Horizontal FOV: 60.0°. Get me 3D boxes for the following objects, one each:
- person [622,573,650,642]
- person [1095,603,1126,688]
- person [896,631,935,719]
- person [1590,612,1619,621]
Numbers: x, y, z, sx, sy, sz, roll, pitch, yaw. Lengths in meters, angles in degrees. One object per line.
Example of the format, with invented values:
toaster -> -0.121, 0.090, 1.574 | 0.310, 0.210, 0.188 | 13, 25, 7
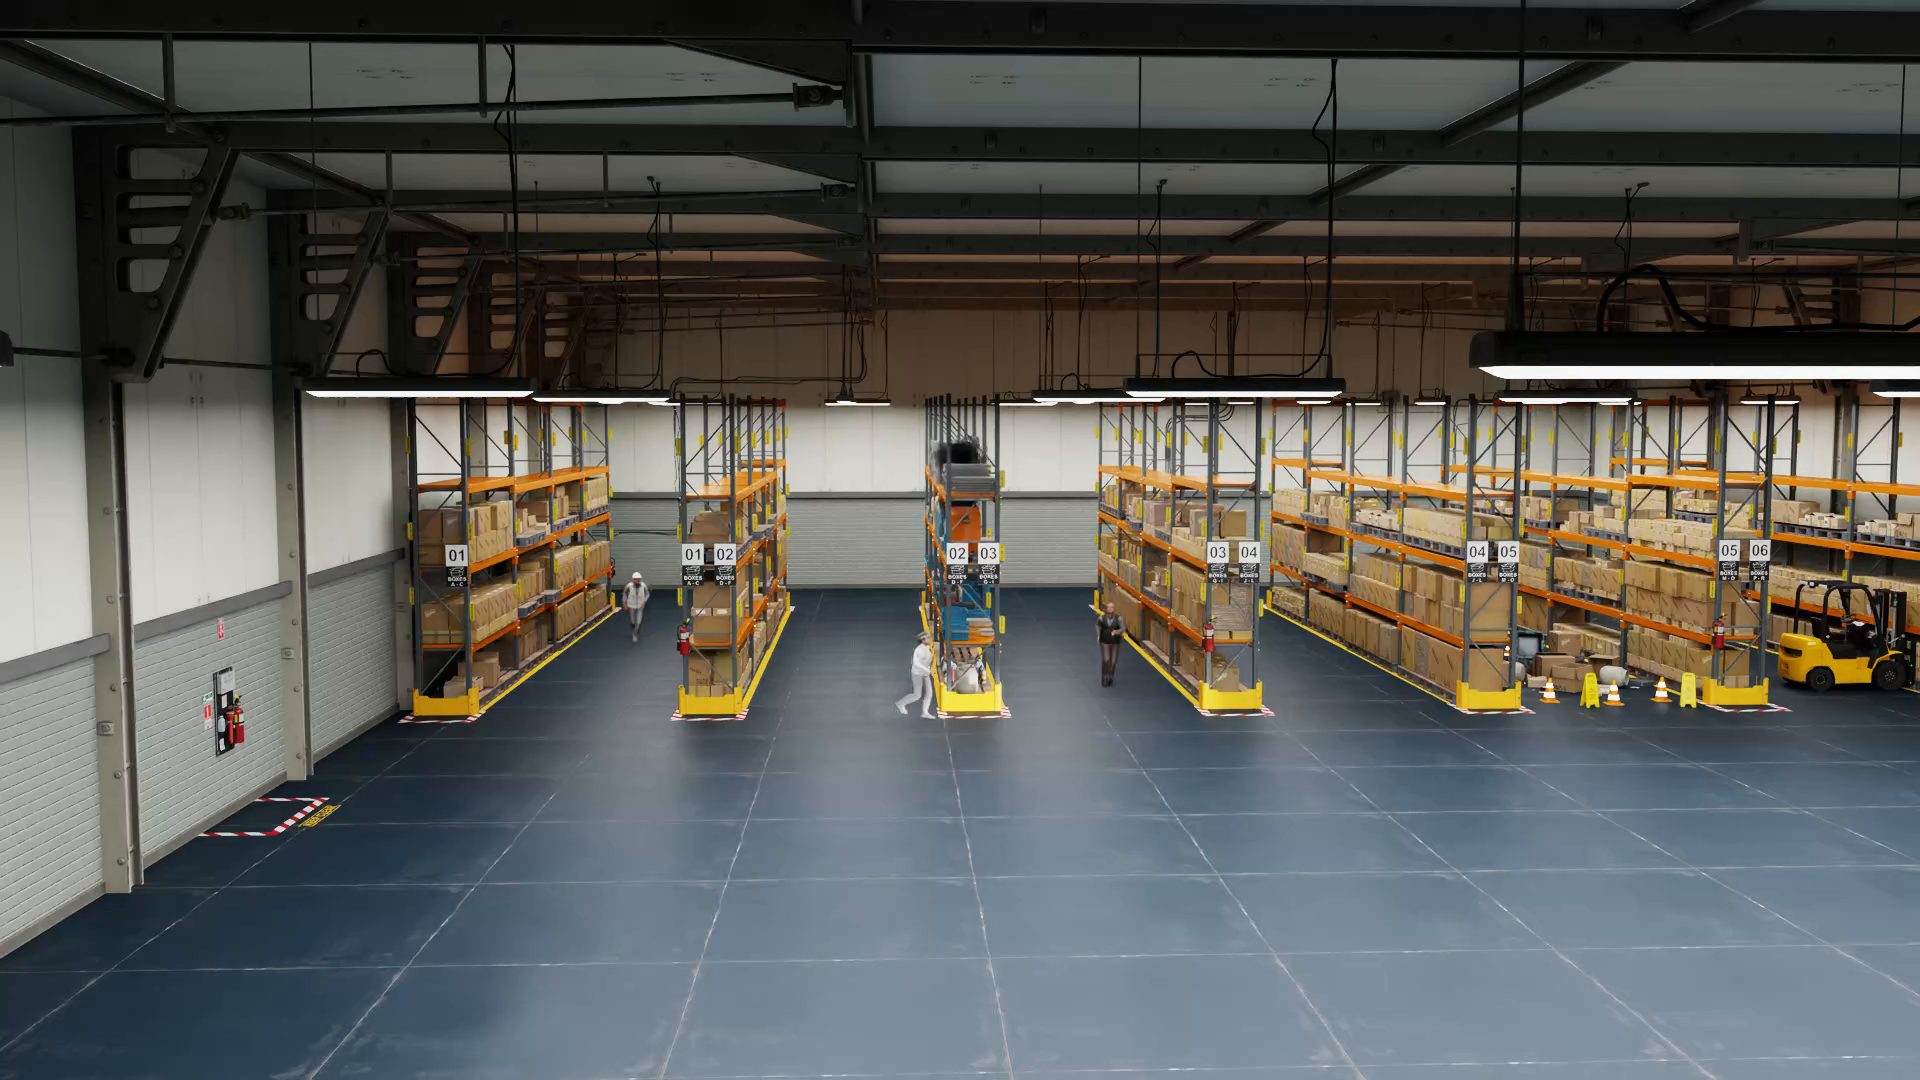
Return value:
person -> -7.981, 1.641, 40.985 | 0.657, 1.710, 0.681 | -1, 5, -17
person -> 3.105, 2.151, 34.251 | 0.614, 1.720, 0.709 | 0, 5, 0
person -> -0.808, 2.480, 30.752 | 0.778, 1.651, 0.608 | 2, 5, 27
person -> 17.343, 1.378, 44.647 | 0.574, 1.655, 0.954 | -2, 5, -26
